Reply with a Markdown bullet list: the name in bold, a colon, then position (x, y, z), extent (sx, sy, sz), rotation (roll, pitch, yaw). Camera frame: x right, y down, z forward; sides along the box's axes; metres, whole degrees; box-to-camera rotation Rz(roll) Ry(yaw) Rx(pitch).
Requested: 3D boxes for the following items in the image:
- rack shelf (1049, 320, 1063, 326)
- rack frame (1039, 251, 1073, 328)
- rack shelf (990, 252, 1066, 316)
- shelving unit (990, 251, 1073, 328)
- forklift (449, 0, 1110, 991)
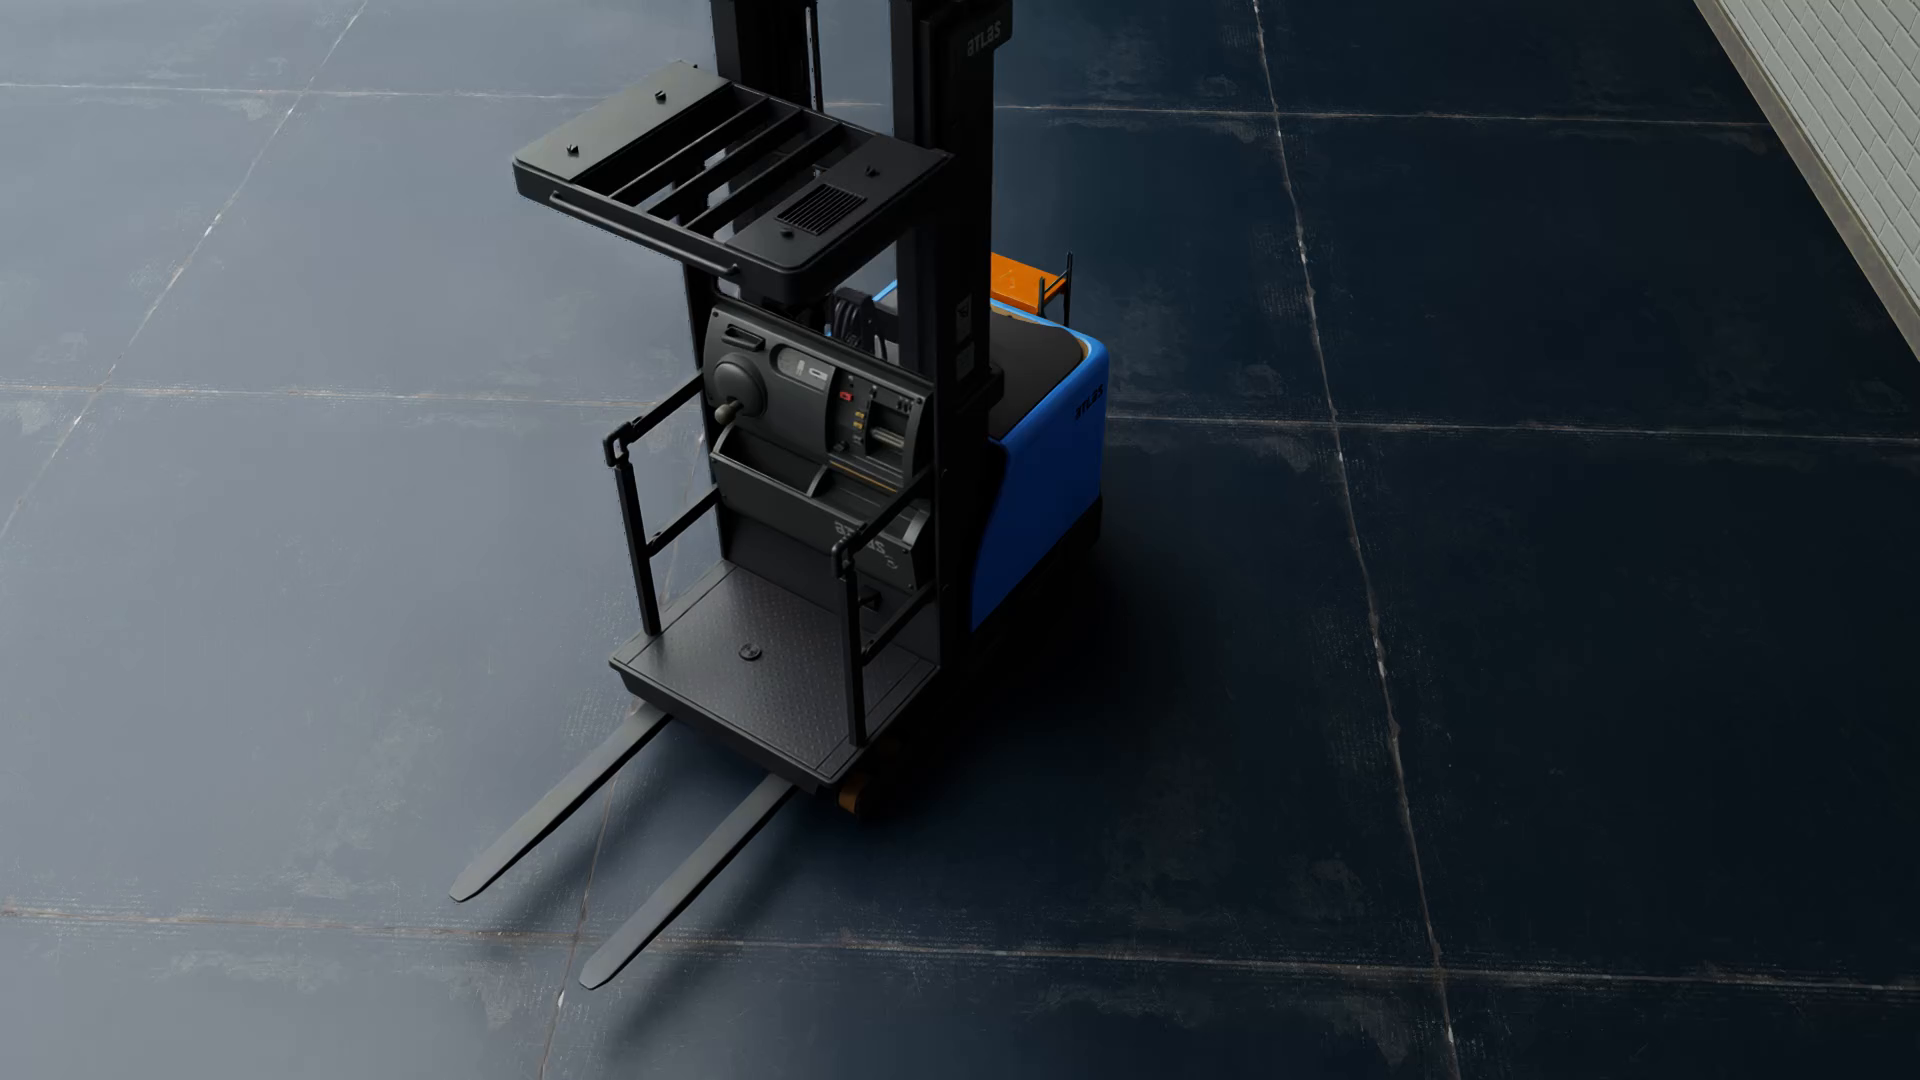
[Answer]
- **rack shelf**: position (0.190, -0.887, 7.178), extent (0.480, 0.148, 0.258), rotation (24, 48, 24)
- **rack frame**: position (0.393, -0.681, 7.186), extent (0.015, 1.200, 0.240), rotation (24, 48, 24)
- **rack shelf**: position (0.190, -1.060, 7.017), extent (0.480, 0.148, 0.258), rotation (24, 48, 24)
- **shelving unit**: position (0.190, -0.773, 7.285), extent (0.503, 1.200, 0.258), rotation (24, 48, 24)
- **forklift**: position (-0.631, -0.419, 5.635), extent (1.130, 2.935, 3.031), rotation (25, 48, 24)
